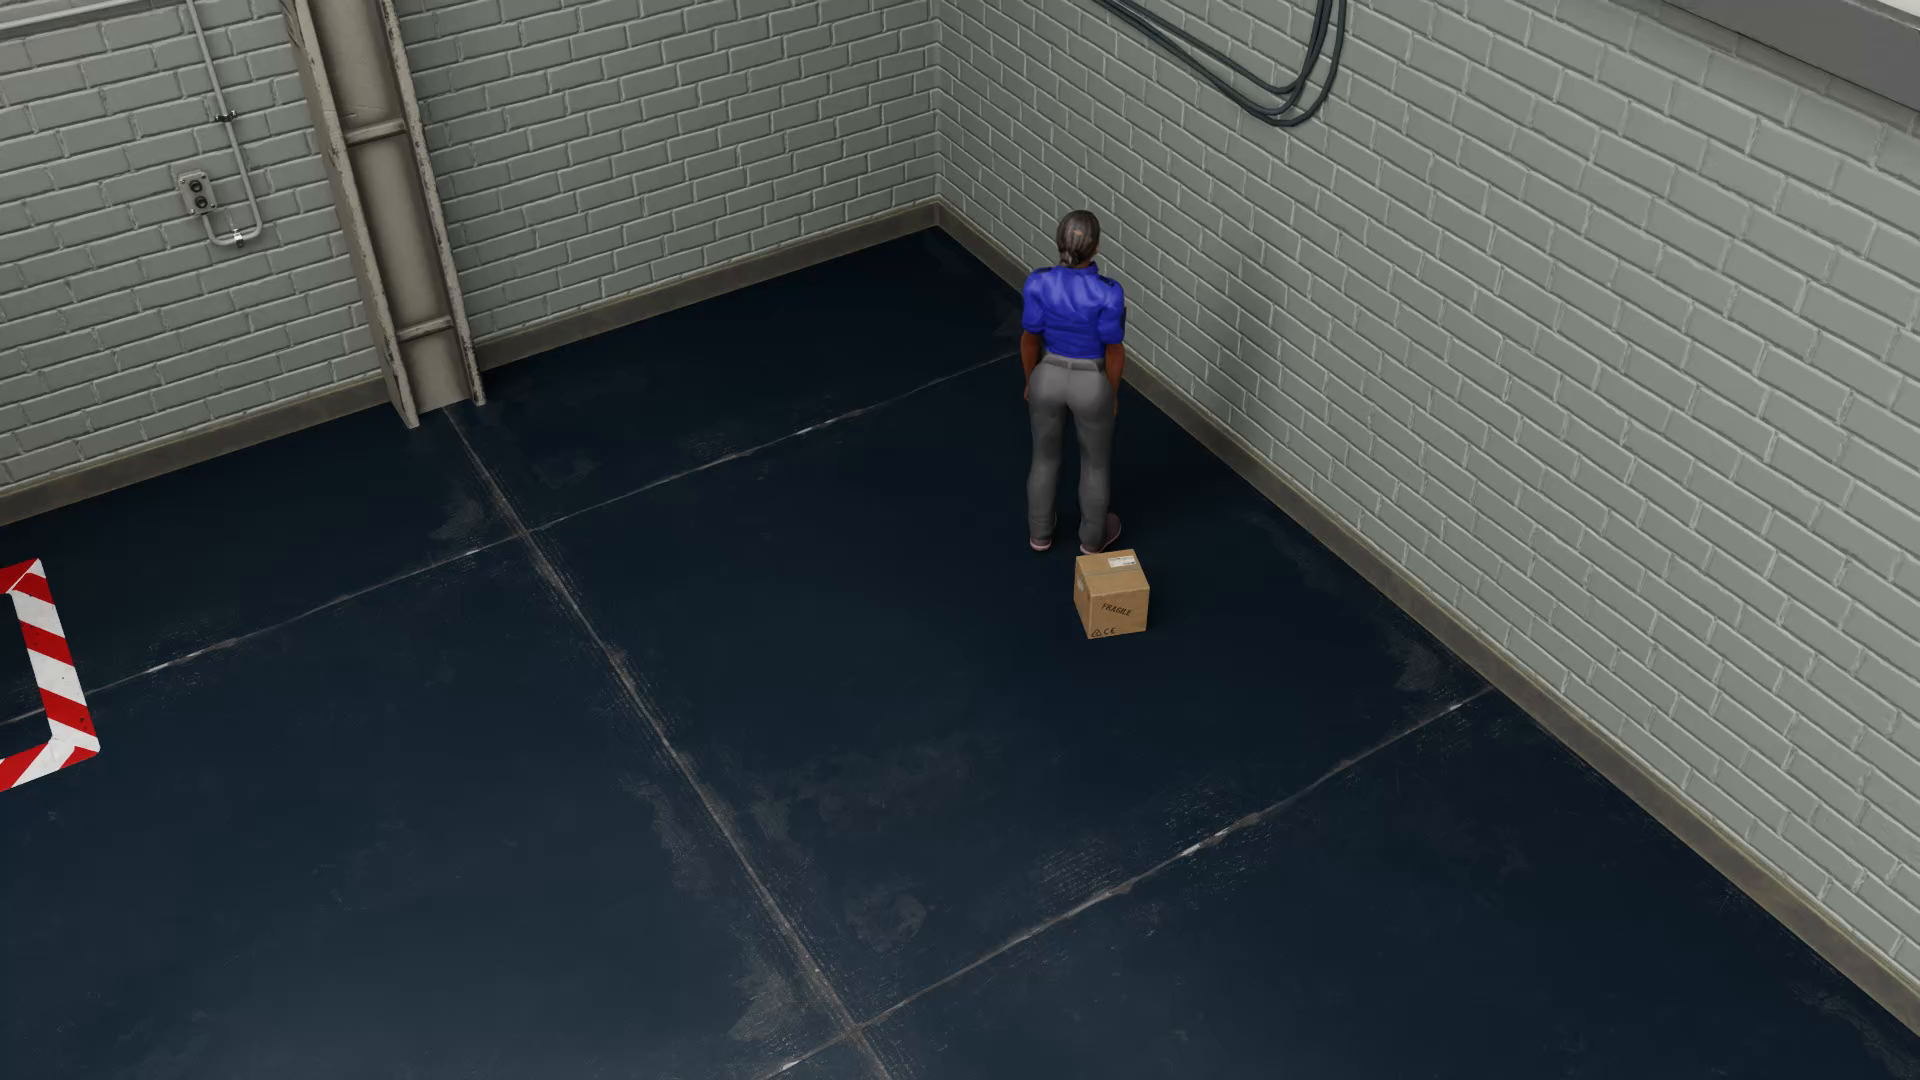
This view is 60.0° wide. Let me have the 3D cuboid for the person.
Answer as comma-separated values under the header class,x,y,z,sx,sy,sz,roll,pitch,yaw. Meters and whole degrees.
class,x,y,z,sx,sy,sz,roll,pitch,yaw
person,0.479,-0.638,6.894,0.451,1.660,0.336,10,42,12
